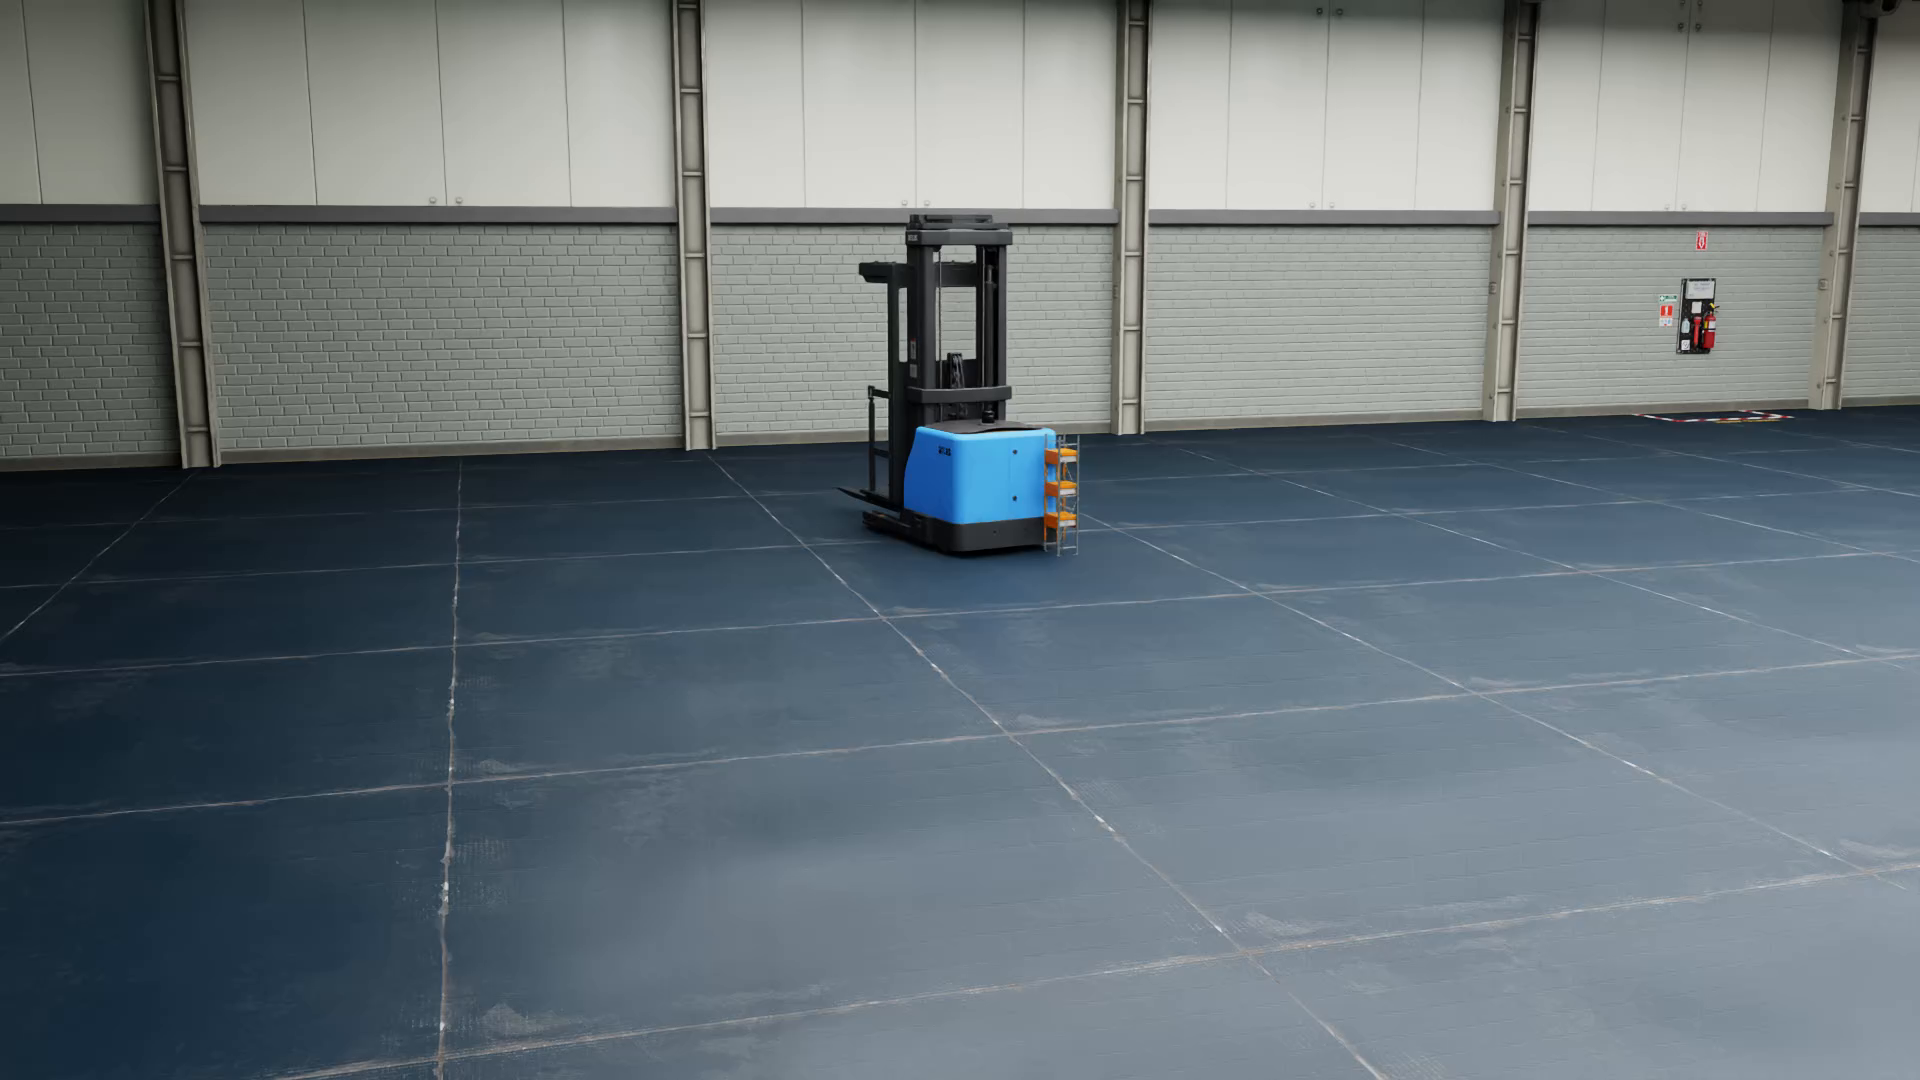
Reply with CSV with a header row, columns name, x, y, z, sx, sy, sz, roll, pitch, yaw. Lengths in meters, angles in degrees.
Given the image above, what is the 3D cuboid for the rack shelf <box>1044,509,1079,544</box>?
name,x,y,z,sx,sy,sz,roll,pitch,yaw
rack shelf,0.885,-0.116,14.573,0.215,0.259,0.240,-5,12,-26

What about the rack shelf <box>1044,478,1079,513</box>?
name,x,y,z,sx,sy,sz,roll,pitch,yaw
rack shelf,0.885,-0.389,14.523,0.215,0.259,0.240,-5,12,-26

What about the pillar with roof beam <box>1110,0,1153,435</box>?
name,x,y,z,sx,sy,sz,roll,pitch,yaw
pillar with roof beam,3.556,-5.180,18.534,0.400,9.000,9.100,-3,11,-16

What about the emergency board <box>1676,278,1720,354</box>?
name,x,y,z,sx,sy,sz,roll,pitch,yaw
emergency board,11.491,-3.467,25.797,0.643,1.169,0.194,-3,11,-16

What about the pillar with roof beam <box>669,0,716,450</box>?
name,x,y,z,sx,sy,sz,roll,pitch,yaw
pillar with roof beam,-2.205,-4.876,16.884,0.400,9.000,9.100,-3,11,-16

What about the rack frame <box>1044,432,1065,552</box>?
name,x,y,z,sx,sy,sz,roll,pitch,yaw
rack frame,0.832,-0.419,14.629,0.200,1.050,0.008,-5,12,-26

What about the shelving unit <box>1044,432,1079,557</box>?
name,x,y,z,sx,sy,sz,roll,pitch,yaw
shelving unit,0.885,-0.400,14.521,0.215,1.050,0.252,-5,12,-26

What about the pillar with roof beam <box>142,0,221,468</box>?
name,x,y,z,sx,sy,sz,roll,pitch,yaw
pillar with roof beam,-7.965,-4.573,15.235,0.400,9.000,9.100,-3,11,-16

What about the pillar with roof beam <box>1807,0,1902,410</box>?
name,x,y,z,sx,sy,sz,roll,pitch,yaw
pillar with roof beam,15.078,-5.787,21.832,0.548,9.000,9.100,-3,11,-16

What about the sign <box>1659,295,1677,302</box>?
name,x,y,z,sx,sy,sz,roll,pitch,yaw
sign,10.939,-3.734,25.684,0.331,0.109,0.001,-3,11,-16

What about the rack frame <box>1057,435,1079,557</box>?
name,x,y,z,sx,sy,sz,roll,pitch,yaw
rack frame,0.939,-0.380,14.413,0.200,1.050,0.008,-5,12,-26

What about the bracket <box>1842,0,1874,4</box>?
name,x,y,z,sx,sy,sz,roll,pitch,yaw
bracket,13.576,-8.223,25.122,0.430,0.232,0.235,-3,11,-16

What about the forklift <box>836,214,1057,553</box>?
name,x,y,z,sx,sy,sz,roll,pitch,yaw
forklift,-0.269,-1.553,15.589,1.130,2.935,3.031,-5,12,-27

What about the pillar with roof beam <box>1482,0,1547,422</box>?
name,x,y,z,sx,sy,sz,roll,pitch,yaw
pillar with roof beam,9.317,-5.484,20.183,0.548,9.000,9.100,-3,11,-16

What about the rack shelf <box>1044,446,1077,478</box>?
name,x,y,z,sx,sy,sz,roll,pitch,yaw
rack shelf,0.885,-0.668,14.472,0.215,0.259,0.240,-5,12,-26

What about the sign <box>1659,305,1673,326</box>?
name,x,y,z,sx,sy,sz,roll,pitch,yaw
sign,10.932,-3.474,25.739,0.234,0.329,0.001,-3,11,-16

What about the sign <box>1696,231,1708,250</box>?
name,x,y,z,sx,sy,sz,roll,pitch,yaw
sign,11.456,-4.624,25.679,0.199,0.298,0.001,-3,11,-16

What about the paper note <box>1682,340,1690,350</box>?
name,x,y,z,sx,sy,sz,roll,pitch,yaw
paper note,11.302,-3.037,25.894,0.142,0.148,0.016,-3,11,-16
